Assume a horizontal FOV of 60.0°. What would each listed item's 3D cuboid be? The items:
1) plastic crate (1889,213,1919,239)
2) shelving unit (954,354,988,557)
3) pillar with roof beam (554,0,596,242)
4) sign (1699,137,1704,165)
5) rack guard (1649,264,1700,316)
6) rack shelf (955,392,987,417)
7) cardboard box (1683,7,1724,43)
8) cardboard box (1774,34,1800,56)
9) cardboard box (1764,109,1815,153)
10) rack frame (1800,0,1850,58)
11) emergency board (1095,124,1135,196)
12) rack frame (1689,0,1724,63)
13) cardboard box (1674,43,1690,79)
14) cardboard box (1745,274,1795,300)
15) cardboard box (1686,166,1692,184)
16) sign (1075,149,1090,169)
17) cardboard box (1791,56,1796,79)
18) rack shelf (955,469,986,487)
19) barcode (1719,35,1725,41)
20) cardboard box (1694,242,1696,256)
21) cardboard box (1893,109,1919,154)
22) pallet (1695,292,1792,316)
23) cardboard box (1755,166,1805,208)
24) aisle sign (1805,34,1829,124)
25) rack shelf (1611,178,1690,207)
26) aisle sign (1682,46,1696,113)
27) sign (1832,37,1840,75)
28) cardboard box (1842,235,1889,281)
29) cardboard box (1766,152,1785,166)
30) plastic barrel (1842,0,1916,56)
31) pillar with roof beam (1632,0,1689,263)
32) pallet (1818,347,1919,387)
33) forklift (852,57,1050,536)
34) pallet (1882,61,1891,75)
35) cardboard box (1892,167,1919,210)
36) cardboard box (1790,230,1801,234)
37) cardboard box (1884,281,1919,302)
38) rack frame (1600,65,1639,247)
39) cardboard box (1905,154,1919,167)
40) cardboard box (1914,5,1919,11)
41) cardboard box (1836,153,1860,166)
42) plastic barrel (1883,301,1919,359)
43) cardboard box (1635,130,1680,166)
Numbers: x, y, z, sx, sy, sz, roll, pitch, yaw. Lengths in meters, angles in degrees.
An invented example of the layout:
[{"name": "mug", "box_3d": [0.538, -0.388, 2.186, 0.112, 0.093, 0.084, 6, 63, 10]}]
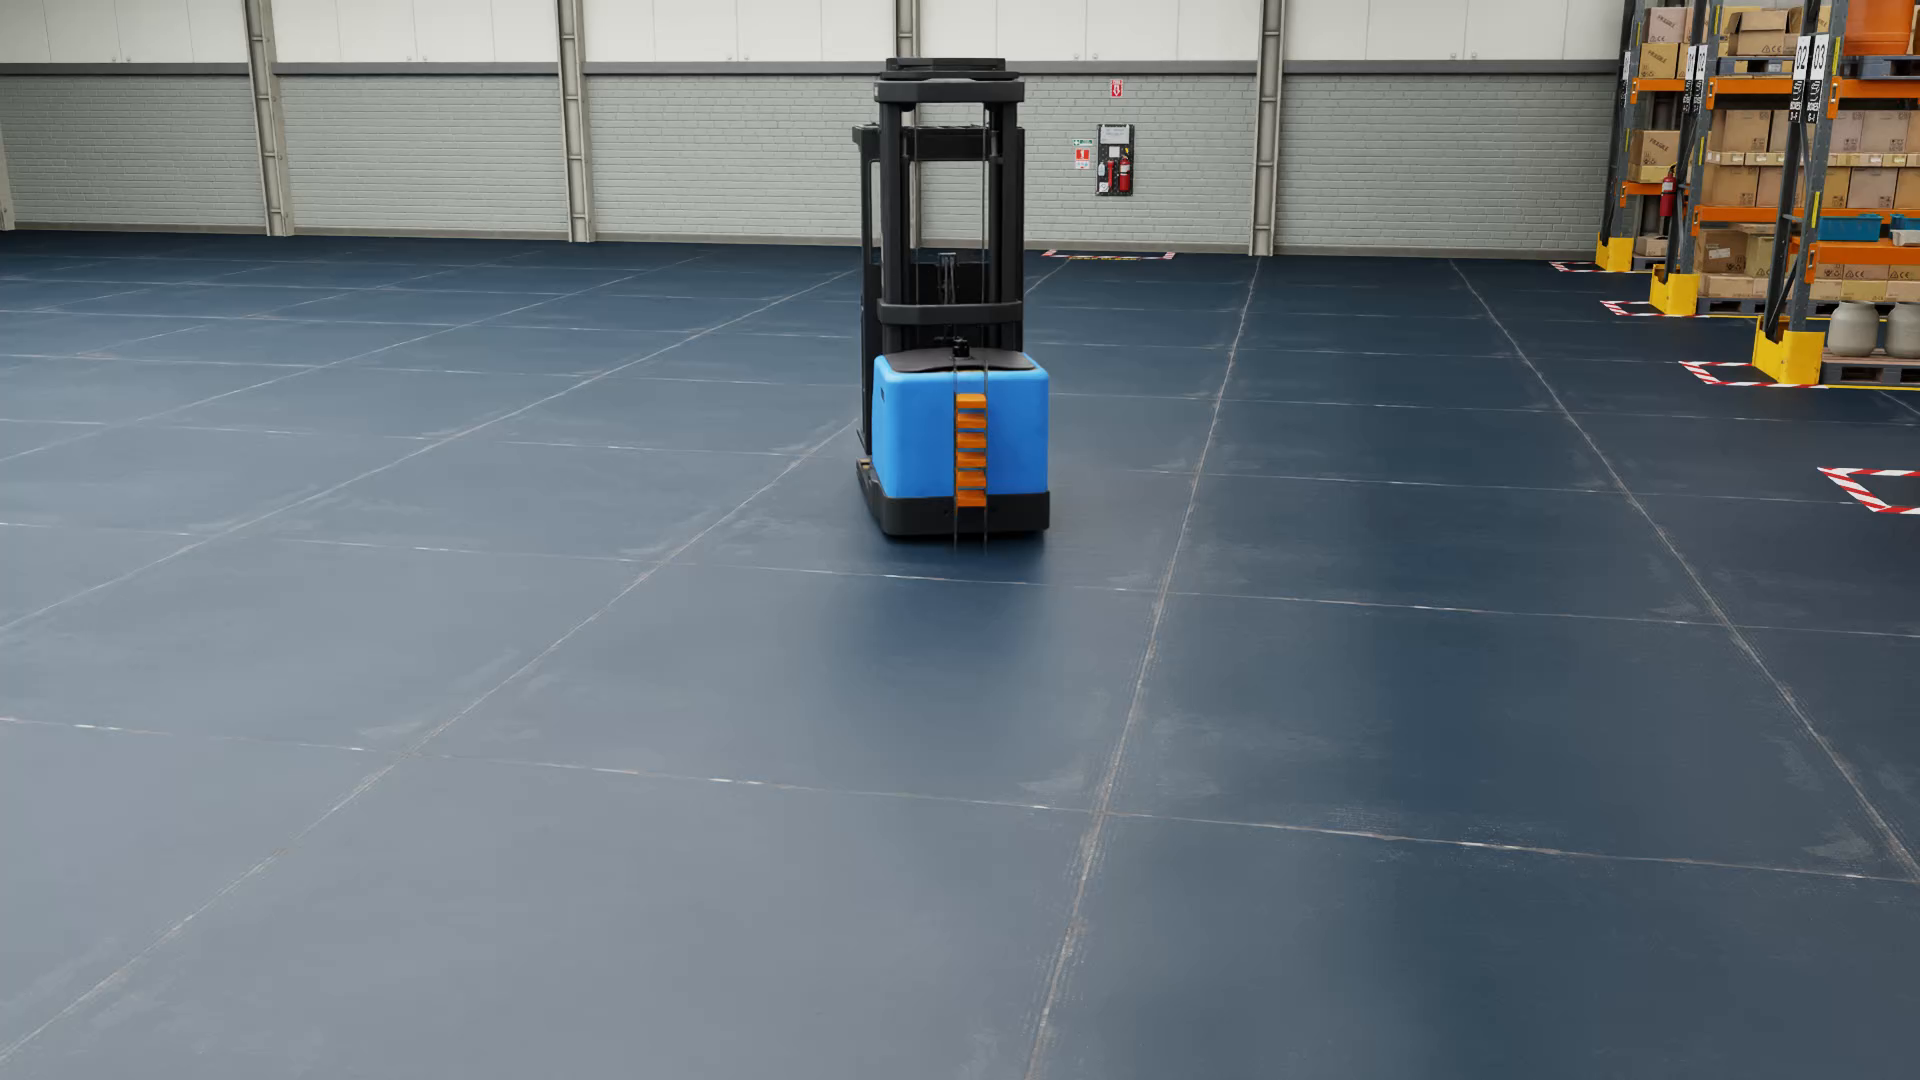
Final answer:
[{"name": "plastic crate", "box_3d": [9.219, -3.013, 16.030, 0.408, 0.251, 0.499, 3, 16, 11]}, {"name": "shelving unit", "box_3d": [0.063, -0.510, 10.084, 0.189, 1.200, 0.258, -1, 16, -3]}, {"name": "pillar with roof beam", "box_3d": [-7.630, -8.572, 24.582, 0.400, 9.000, 9.100, 3, 16, 11]}, {"name": "sign", "box_3d": [8.908, -4.675, 19.981, 0.005, 0.325, 0.100, 3, 16, 11]}, {"name": "rack guard", "box_3d": [9.001, -3.162, 20.969, 0.348, 0.500, 1.175, 3, 16, 11]}, {"name": "rack shelf", "box_3d": [0.063, -0.814, 10.000, 0.180, 0.103, 0.258, -1, 16, -3]}, {"name": "cardboard box", "box_3d": [10.819, -7.522, 24.312, 0.500, 0.500, 0.500, 3, 16, 10]}, {"name": "cardboard box", "box_3d": [10.206, -6.016, 20.203, 0.500, 0.250, 0.500, 3, 16, 11]}, {"name": "cardboard box", "box_3d": [10.048, -4.981, 20.236, 0.500, 0.500, 0.700, 3, 16, 10]}, {"name": "rack frame", "box_3d": [8.034, -5.960, 15.153, 0.127, 3.000, 1.000, 3, 16, 11]}, {"name": "emergency board", "box_3d": [2.573, -6.311, 27.655, 0.643, 1.169, 0.194, 3, 16, 11]}, {"name": "rack frame", "box_3d": [9.025, -7.256, 19.830, 0.127, 3.000, 1.000, 3, 16, 11]}, {"name": "cardboard box", "box_3d": [10.805, -7.043, 24.456, 0.500, 0.500, 0.500, 4, 16, 15]}, {"name": "cardboard box", "box_3d": [9.996, -3.130, 20.536, 0.500, 0.250, 0.500, 3, 16, 11]}, {"name": "cardboard box", "box_3d": [10.935, -5.465, 24.847, 0.500, 0.250, 0.500, 3, 16, 9]}, {"name": "sign", "box_3d": [2.051, -6.384, 27.854, 0.234, 0.329, 0.001, 3, 16, 11]}, {"name": "cardboard box", "box_3d": [12.340, -6.964, 24.168, 0.500, 0.500, 0.500, 2, 16, 9]}, {"name": "rack shelf", "box_3d": [0.063, -0.351, 10.128, 0.180, 0.103, 0.258, -1, 16, -3]}, {"name": "barcode", "box_3d": [9.416, -6.200, 20.550, 0.075, 0.075, 0.001, 3, 16, 11]}, {"name": "cardboard box", "box_3d": [11.227, -4.487, 25.282, 0.500, 0.311, 0.500, 4, 16, 16]}, {"name": "cardboard box", "box_3d": [11.522, -4.901, 19.948, 0.500, 0.500, 0.700, 3, 16, 11]}, {"name": "pallet", "box_3d": [9.782, -2.991, 20.895, 1.213, 0.211, 1.003, 3, 16, 11]}, {"name": "cardboard box", "box_3d": [9.995, -4.358, 20.419, 0.500, 0.500, 0.700, 4, 16, 13]}, {"name": "aisle sign", "box_3d": [7.905, -4.249, 15.344, 0.004, 0.787, 0.394, 3, 16, 11]}, {"name": "rack shelf", "box_3d": [11.968, -5.208, 25.021, 4.000, 0.370, 1.077, 3, 16, 11]}, {"name": "aisle sign", "box_3d": [9.019, -5.698, 20.574, 0.004, 0.787, 0.394, 3, 16, 11]}, {"name": "sign", "box_3d": [7.920, -4.375, 15.033, 0.005, 0.325, 0.100, 3, 16, 11]}, {"name": "cardboard box", "box_3d": [10.975, -3.436, 20.238, 0.500, 0.500, 0.500, 3, 16, 11]}, {"name": "cardboard box", "box_3d": [9.870, -4.622, 20.155, 0.250, 0.149, 0.380, 3, 16, 11]}, {"name": "plastic barrel", "box_3d": [8.535, -4.932, 15.466, 0.708, 0.830, 0.600, 3, 16, 11]}, {"name": "pillar with roof beam", "box_3d": [10.008, -7.615, 21.126, 0.400, 9.000, 9.100, 3, 16, 11]}, {"name": "pallet", "box_3d": [8.913, -1.689, 16.194, 1.213, 0.211, 1.003, 3, 16, 11]}, {"name": "forklift", "box_3d": [-0.150, -1.786, 11.448, 1.130, 2.935, 3.031, -2, 16, -8]}, {"name": "pallet", "box_3d": [10.911, -5.659, 19.850, 1.213, 0.211, 1.003, 3, 16, 11]}, {"name": "cardboard box", "box_3d": [11.499, -4.276, 20.124, 0.500, 0.500, 0.700, 3, 16, 12]}, {"name": "cardboard box", "box_3d": [10.592, -3.604, 20.841, 0.500, 0.500, 0.500, 3, 16, 11]}, {"name": "cardboard box", "box_3d": [11.465, -3.049, 20.244, 0.500, 0.250, 0.500, 3, 16, 11]}, {"name": "rack frame", "box_3d": [10.008, -5.661, 25.309, 0.127, 3.000, 1.000, 3, 16, 11]}, {"name": "cardboard box", "box_3d": [11.391, -4.539, 19.858, 0.250, 0.149, 0.380, 4, 16, 13]}, {"name": "cardboard box", "box_3d": [13.383, -7.389, 23.831, 0.500, 0.500, 0.500, 2, 16, 6]}, {"name": "cardboard box", "box_3d": [10.629, -4.580, 20.006, 0.250, 0.149, 0.380, 3, 16, 10]}, {"name": "plastic barrel", "box_3d": [9.185, -2.031, 16.079, 0.421, 0.512, 0.421, 0, 15, 0]}, {"name": "cardboard box", "box_3d": [10.416, -5.856, 24.851, 0.500, 0.500, 0.500, 3, 16, 11]}]
